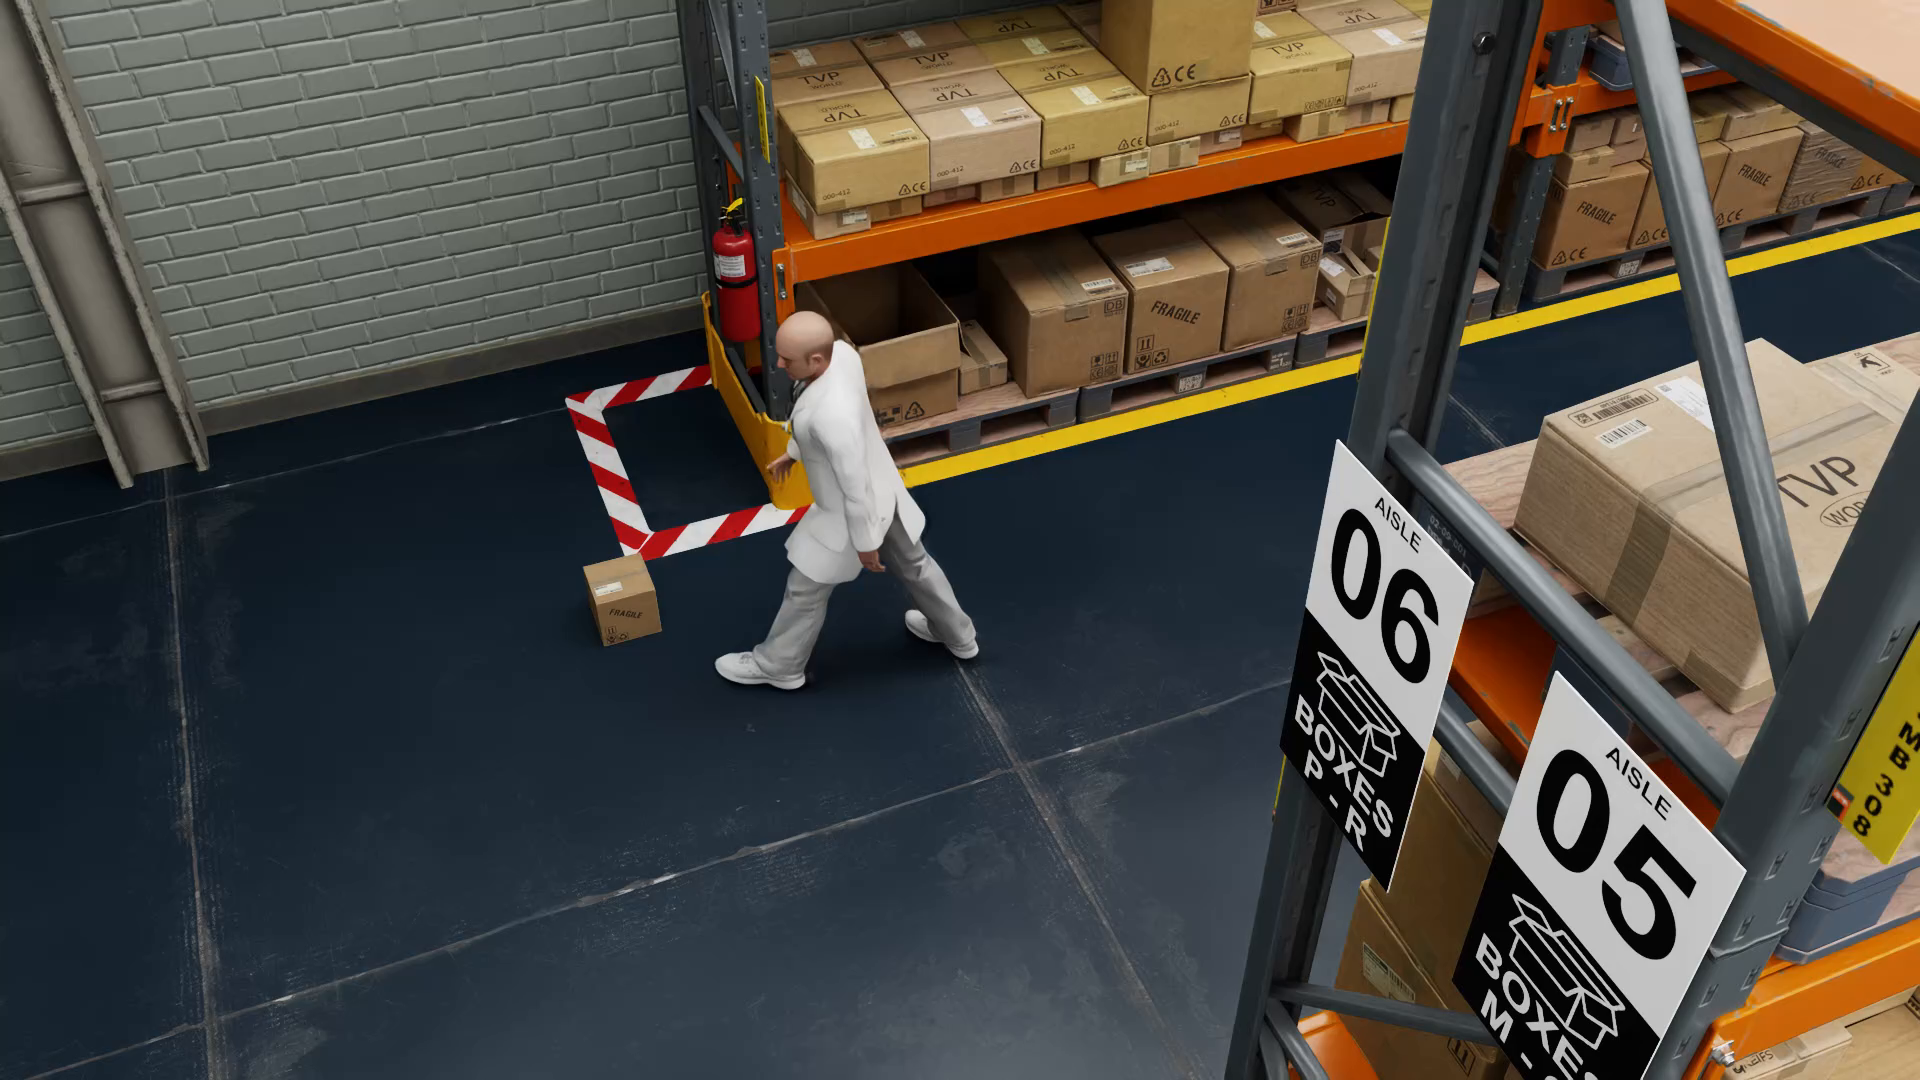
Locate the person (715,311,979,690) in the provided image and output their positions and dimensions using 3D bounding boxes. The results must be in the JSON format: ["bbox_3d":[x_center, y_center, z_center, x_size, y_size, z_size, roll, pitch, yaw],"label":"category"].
[{"bbox_3d":[-0.450,-0.168,6.358,1.038,1.705,0.592,8,42,9],"label":"person"}]
